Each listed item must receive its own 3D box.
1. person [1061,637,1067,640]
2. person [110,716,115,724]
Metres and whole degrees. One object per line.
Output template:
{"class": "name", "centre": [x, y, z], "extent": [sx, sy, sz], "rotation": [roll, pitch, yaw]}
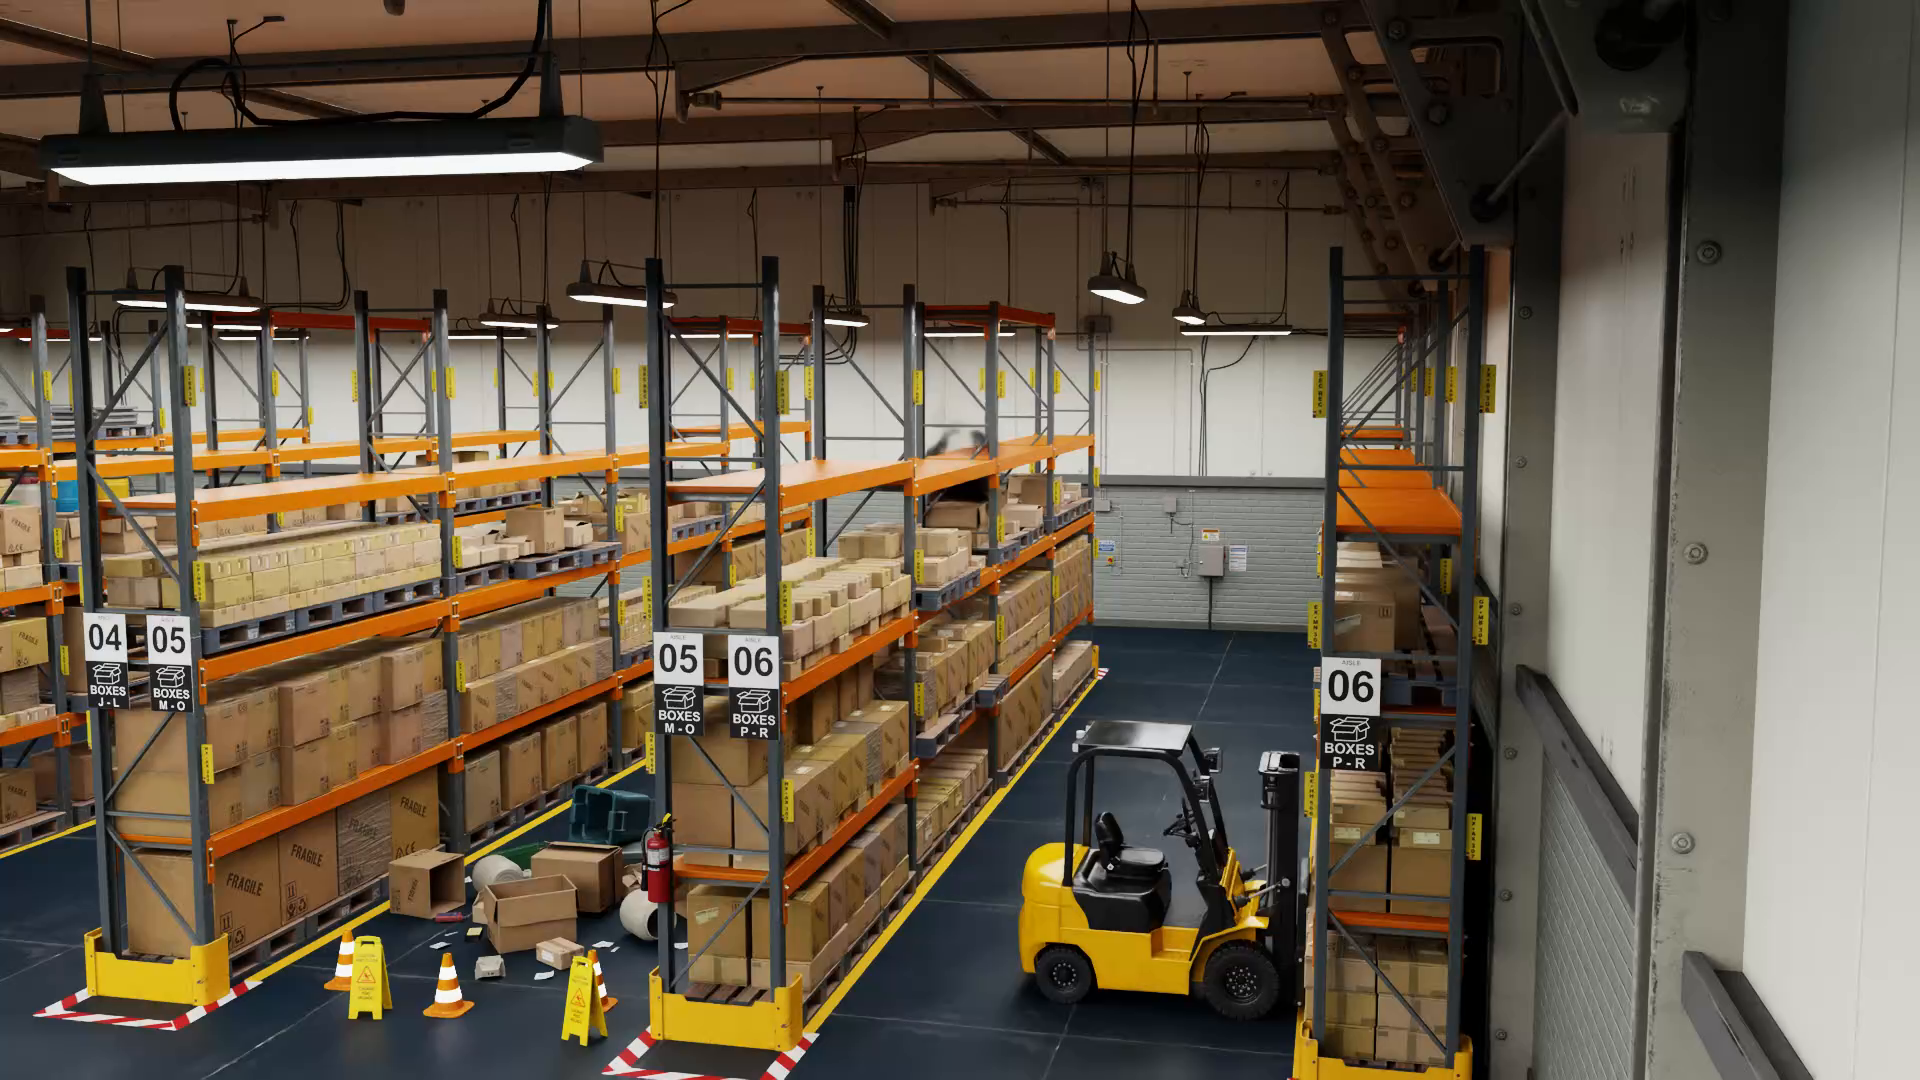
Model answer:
{"class": "person", "centre": [1.669, 1.401, 29.627], "extent": [0.821, 1.581, 0.571], "rotation": [3, 6, 24]}
{"class": "person", "centre": [-11.715, 2.015, 22.752], "extent": [0.660, 1.725, 0.803], "rotation": [1, 6, 12]}
